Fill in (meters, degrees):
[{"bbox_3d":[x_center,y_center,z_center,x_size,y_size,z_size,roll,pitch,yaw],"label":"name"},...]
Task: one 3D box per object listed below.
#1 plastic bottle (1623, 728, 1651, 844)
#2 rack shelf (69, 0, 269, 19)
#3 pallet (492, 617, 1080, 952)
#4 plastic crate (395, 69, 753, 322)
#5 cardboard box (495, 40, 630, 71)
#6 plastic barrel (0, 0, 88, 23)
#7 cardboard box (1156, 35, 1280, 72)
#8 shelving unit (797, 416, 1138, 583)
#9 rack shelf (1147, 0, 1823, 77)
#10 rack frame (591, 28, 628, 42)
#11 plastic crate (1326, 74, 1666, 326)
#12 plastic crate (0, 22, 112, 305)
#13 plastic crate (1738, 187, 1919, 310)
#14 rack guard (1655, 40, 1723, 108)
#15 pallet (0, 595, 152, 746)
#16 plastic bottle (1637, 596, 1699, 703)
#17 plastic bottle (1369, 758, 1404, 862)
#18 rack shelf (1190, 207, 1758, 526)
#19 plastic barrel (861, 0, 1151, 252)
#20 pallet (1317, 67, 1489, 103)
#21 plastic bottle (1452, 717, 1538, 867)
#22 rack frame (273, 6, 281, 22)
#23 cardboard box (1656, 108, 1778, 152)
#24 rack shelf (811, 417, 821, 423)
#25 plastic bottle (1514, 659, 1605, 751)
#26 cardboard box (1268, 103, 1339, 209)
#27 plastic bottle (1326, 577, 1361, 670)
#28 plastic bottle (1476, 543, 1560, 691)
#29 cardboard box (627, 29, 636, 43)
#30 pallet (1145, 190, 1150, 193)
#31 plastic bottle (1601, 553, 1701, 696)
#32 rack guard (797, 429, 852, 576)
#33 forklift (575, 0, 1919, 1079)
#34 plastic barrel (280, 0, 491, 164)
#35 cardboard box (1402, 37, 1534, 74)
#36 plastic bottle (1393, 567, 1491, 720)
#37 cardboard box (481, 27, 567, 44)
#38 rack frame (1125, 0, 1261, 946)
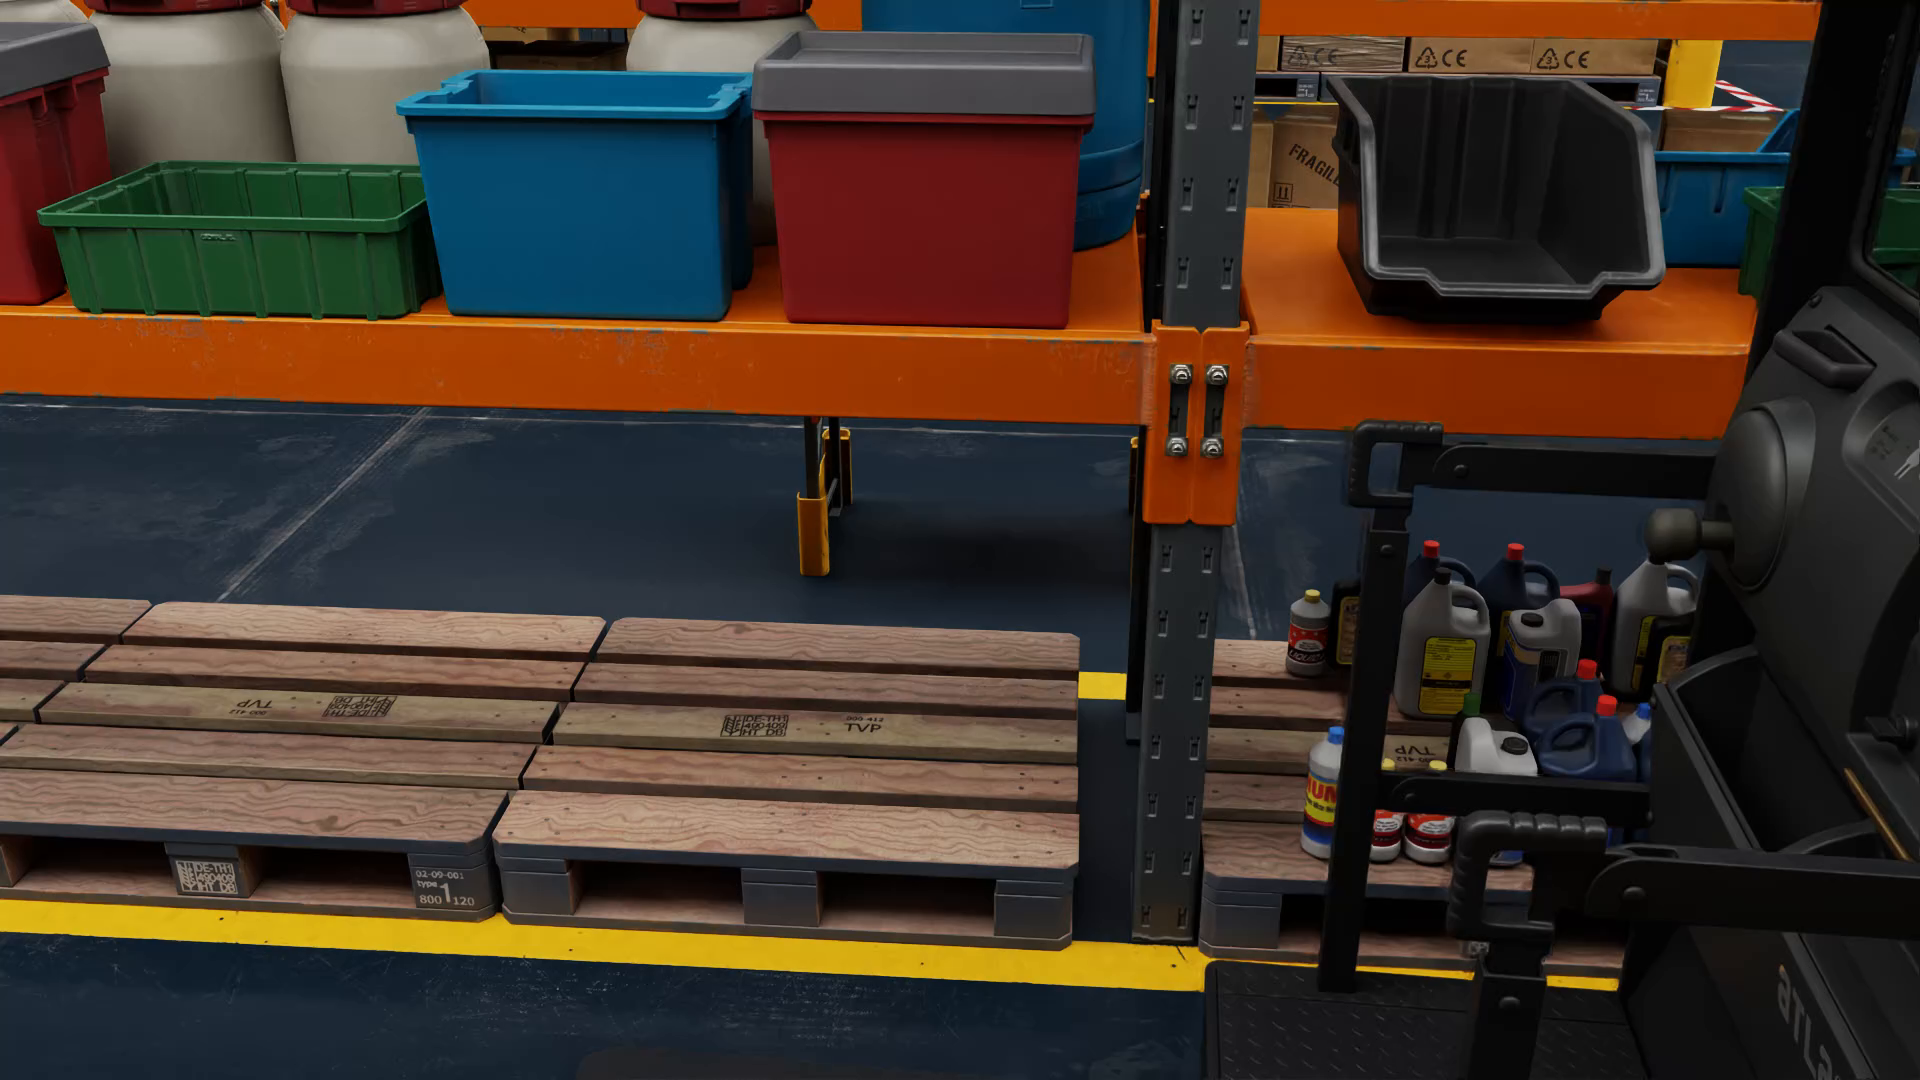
[{"bbox_3d":[1.418,0.472,3.278,0.185,0.351,0.144,1,25,2],"label":"plastic bottle"},{"bbox_3d":[-5.147,-2.666,8.315,4.000,0.370,1.077,2,25,4],"label":"rack shelf"},{"bbox_3d":[-0.330,0.522,3.864,1.213,0.211,1.003,2,25,4],"label":"pallet"},{"bbox_3d":[-0.667,-0.634,3.059,0.575,0.384,0.392,2,25,4],"label":"plastic crate"},{"bbox_3d":[-1.953,-2.312,8.252,0.500,0.250,0.500,5,25,10],"label":"cardboard box"},{"bbox_3d":[-2.070,-0.957,3.609,0.421,0.512,0.421,0,25,0],"label":"plastic barrel"},{"bbox_3d":[1.938,-4.041,12.482,0.875,0.875,0.875,2,25,5],"label":"cardboard box"},{"bbox_3d":[0.076,-0.679,4.931,1.083,1.500,0.587,2,25,4],"label":"shelving unit"},{"bbox_3d":[2.830,-2.410,7.759,4.000,0.370,1.077,2,25,4],"label":"rack shelf"},{"bbox_3d":[-2.672,-4.992,12.511,0.127,3.000,1.000,2,25,4],"label":"rack frame"},{"bbox_3d":[0.969,-0.638,3.123,0.504,0.338,0.767,2,25,4],"label":"plastic crate"},{"bbox_3d":[-1.944,-0.714,3.136,0.583,0.464,0.402,2,25,4],"label":"plastic crate"},{"bbox_3d":[1.788,-0.479,2.955,0.662,0.188,0.450,2,25,4],"label":"plastic crate"},{"bbox_3d":[5.328,-3.600,12.476,0.348,0.500,1.175,2,25,4],"label":"rack guard"},{"bbox_3d":[-2.762,0.444,4.033,1.213,0.211,1.003,2,25,4],"label":"pallet"},{"bbox_3d":[1.652,0.259,3.823,0.133,0.283,0.061,2,25,4],"label":"plastic bottle"},{"bbox_3d":[0.842,0.531,3.328,0.097,0.201,0.097,0,25,0],"label":"plastic bottle"},{"bbox_3d":[2.450,-0.345,3.272,4.000,0.370,1.077,2,25,4],"label":"rack shelf"},{"bbox_3d":[0.094,-1.102,3.458,0.708,0.901,0.600,2,25,4],"label":"plastic barrel"},{"bbox_3d":[3.288,-3.503,12.610,1.213,0.211,1.003,2,25,4],"label":"pallet"},{"bbox_3d":[1.065,0.493,3.322,0.135,0.276,0.152,3,25,6],"label":"plastic bottle"},{"bbox_3d":[-3.153,-2.928,8.026,0.127,3.000,1.000,2,25,4],"label":"rack frame"},{"bbox_3d":[3.604,-1.759,7.973,0.500,0.500,0.500,8,26,18],"label":"cardboard box"},{"bbox_3d":[0.085,-0.515,5.006,1.000,0.185,0.538,2,25,4],"label":"rack shelf"},{"bbox_3d":[1.240,0.406,3.421,0.185,0.351,0.144,2,25,4],"label":"plastic bottle"},{"bbox_3d":[1.803,-1.811,8.085,0.500,0.500,0.500,10,27,21],"label":"cardboard box"},{"bbox_3d":[0.961,0.176,4.002,0.133,0.283,0.061,3,25,7],"label":"plastic bottle"},{"bbox_3d":[1.312,0.174,3.926,0.185,0.351,0.144,1,25,1],"label":"plastic bottle"},{"bbox_3d":[-2.072,-4.104,12.770,0.750,0.750,1.050,2,25,3],"label":"cardboard box"},{"bbox_3d":[1.508,-1.527,8.316,1.213,0.211,1.003,2,25,4],"label":"pallet"},{"bbox_3d":[1.634,0.184,3.903,0.185,0.351,0.144,2,25,4],"label":"plastic bottle"},{"bbox_3d":[-0.421,-0.127,5.227,0.087,0.250,0.587,2,25,4],"label":"rack guard"},{"bbox_3d":[0.829,-0.042,1.835,3.031,2.935,1.130,3,25,6],"label":"forklift"},{"bbox_3d":[-1.212,-0.943,3.549,0.433,0.535,0.433,0,25,0],"label":"plastic barrel"},{"bbox_3d":[3.746,-3.983,12.358,0.875,0.875,0.875,1,25,3],"label":"cardboard box"},{"bbox_3d":[1.109,0.228,3.809,0.185,0.351,0.144,2,25,4],"label":"plastic bottle"},{"bbox_3d":[-3.348,-3.960,12.755,0.500,0.500,0.500,2,25,4],"label":"cardboard box"},{"bbox_3d":[0.456,-0.736,3.261,0.127,3.000,1.000,2,25,4],"label":"rack frame"}]
